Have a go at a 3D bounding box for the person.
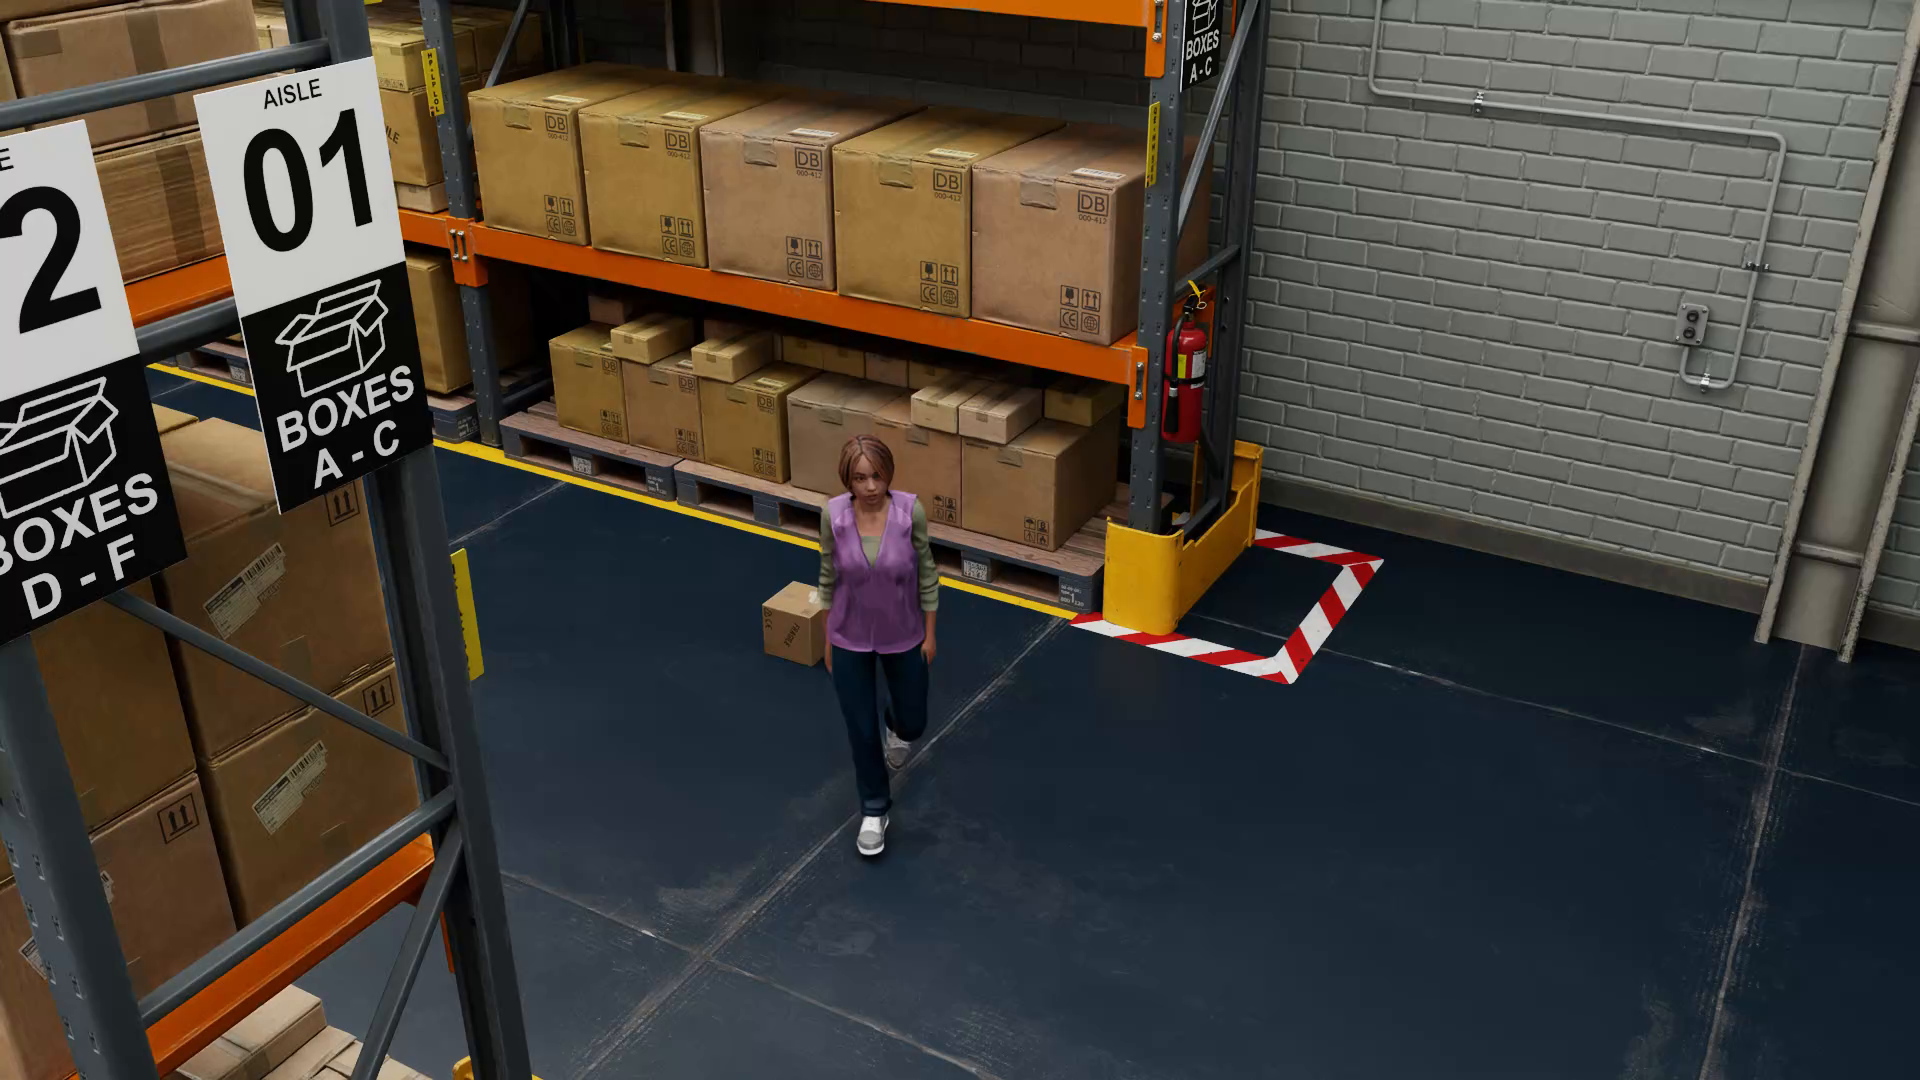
[{"bbox_3d":[-0.285,0.317,5.960,0.425,1.580,0.629,-1,27,-2],"label":"person"}]
